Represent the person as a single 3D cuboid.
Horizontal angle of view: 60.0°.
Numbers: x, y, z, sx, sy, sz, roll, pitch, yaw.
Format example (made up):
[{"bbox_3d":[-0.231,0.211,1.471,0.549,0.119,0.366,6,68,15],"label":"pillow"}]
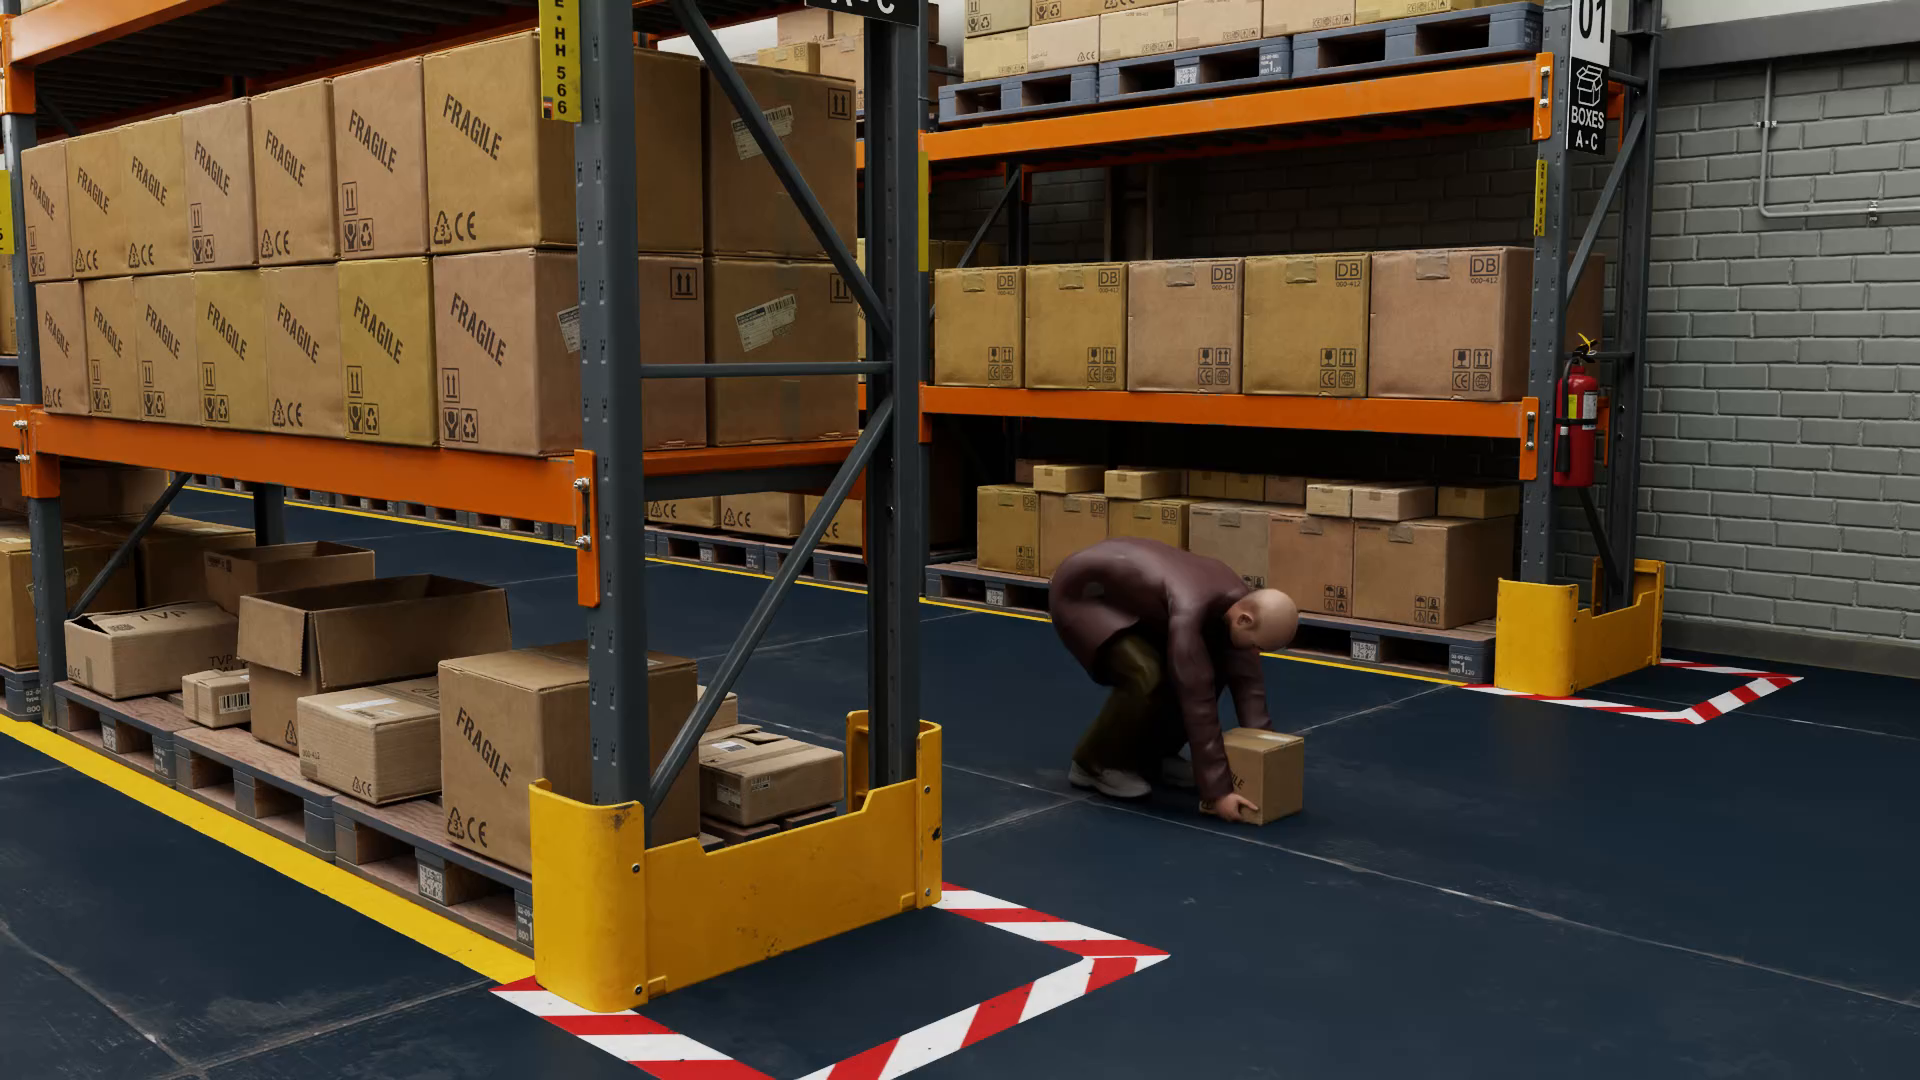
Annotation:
[{"bbox_3d":[0.733,0.455,5.789,0.951,0.911,0.586,6,9,41],"label":"person"}]
